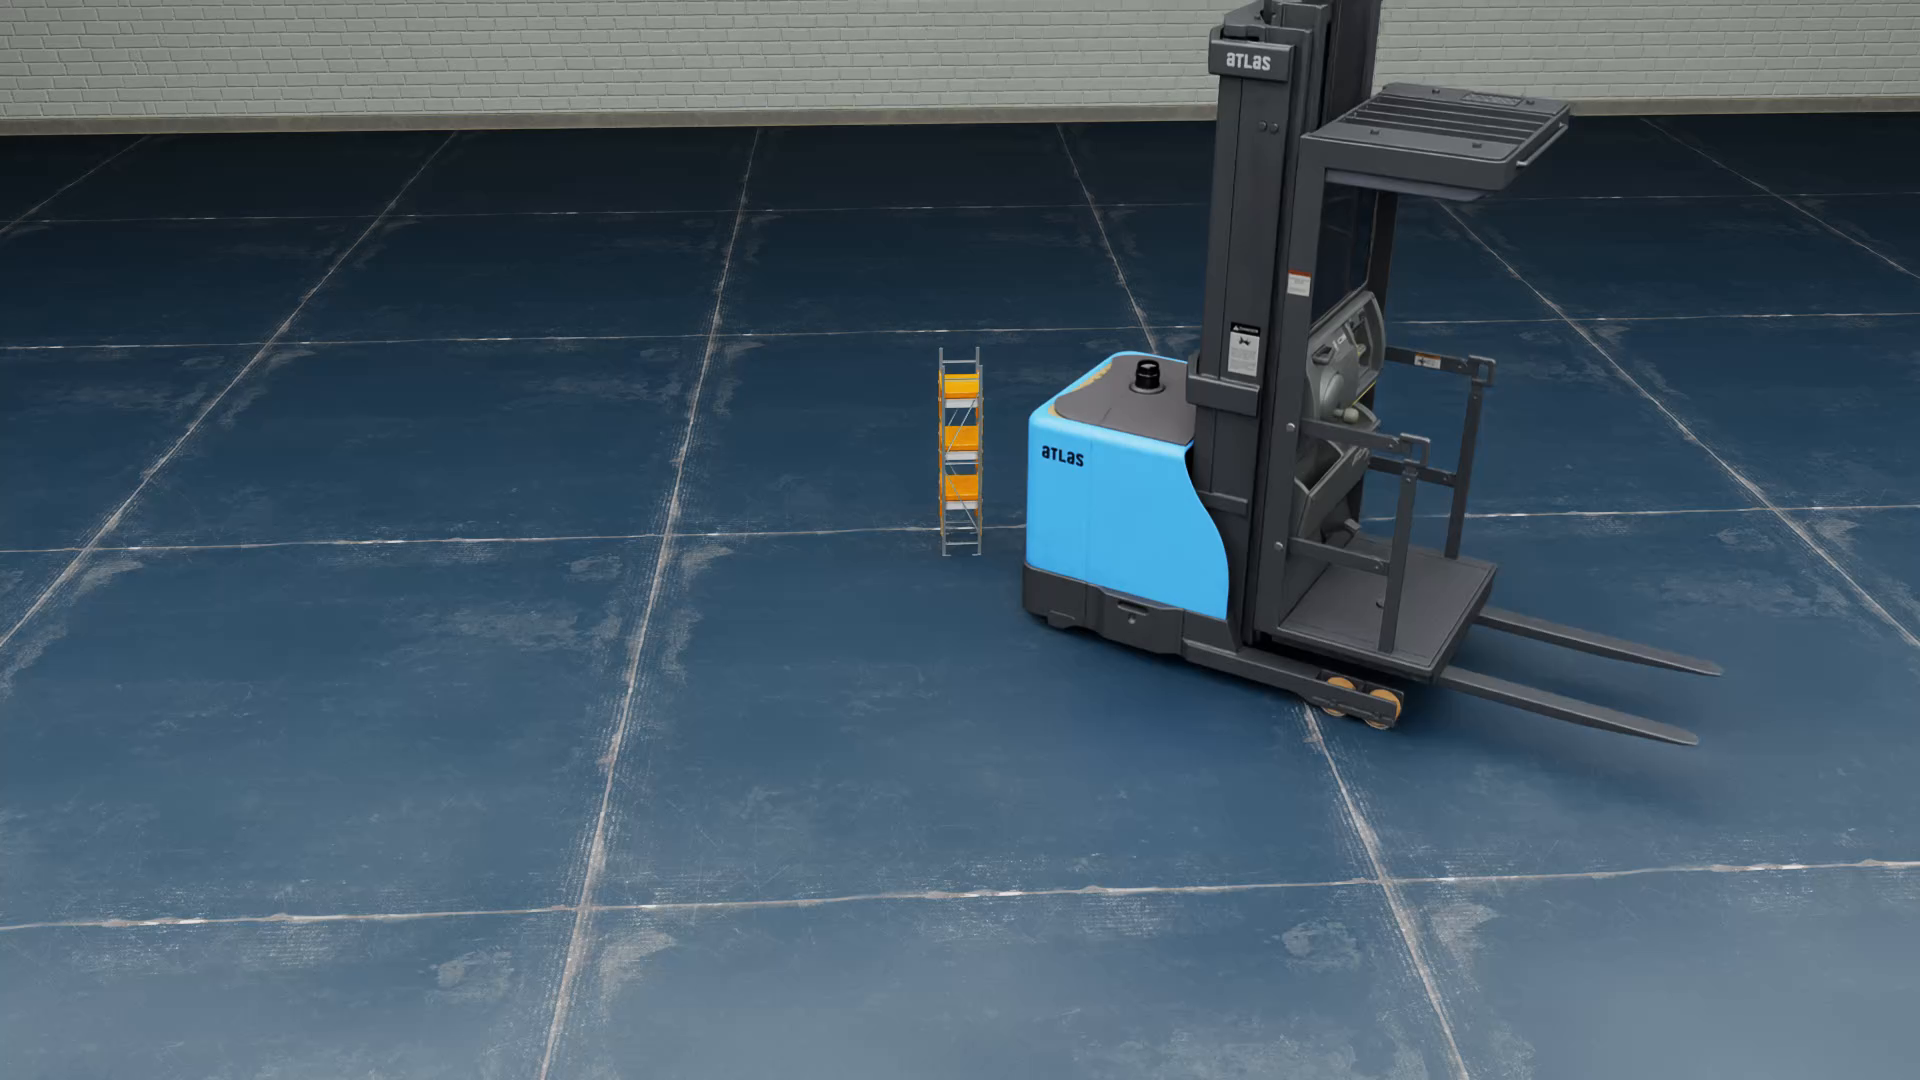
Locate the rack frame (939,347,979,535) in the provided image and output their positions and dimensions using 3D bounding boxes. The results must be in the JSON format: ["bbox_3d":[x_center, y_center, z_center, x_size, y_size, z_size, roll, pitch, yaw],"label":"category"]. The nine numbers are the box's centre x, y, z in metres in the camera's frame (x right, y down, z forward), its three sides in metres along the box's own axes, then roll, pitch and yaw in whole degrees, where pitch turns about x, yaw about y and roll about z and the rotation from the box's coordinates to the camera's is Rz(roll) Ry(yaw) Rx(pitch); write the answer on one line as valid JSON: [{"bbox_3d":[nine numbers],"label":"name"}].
[{"bbox_3d":[-0.004,-0.497,8.568,0.200,1.050,0.008,-1,28,-3],"label":"rack frame"}]

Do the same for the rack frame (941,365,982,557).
[{"bbox_3d":[0.009,-0.384,8.352,0.200,1.050,0.008,-1,28,-3],"label":"rack frame"}]

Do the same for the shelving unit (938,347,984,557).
[{"bbox_3d":[0.003,-0.441,8.460,0.215,1.050,0.252,-1,28,-3],"label":"shelving unit"}]

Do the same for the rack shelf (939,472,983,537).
[{"bbox_3d":[0.003,-0.185,8.593,0.215,0.259,0.240,-1,28,-3],"label":"rack shelf"}]

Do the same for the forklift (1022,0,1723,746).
[{"bbox_3d":[1.830,-0.765,7.047,3.031,2.935,1.130,15,31,27],"label":"forklift"}]

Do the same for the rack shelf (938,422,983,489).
[{"bbox_3d":[0.003,-0.431,8.465,0.215,0.259,0.240,-1,28,-3],"label":"rack shelf"}]

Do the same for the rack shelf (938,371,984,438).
[{"bbox_3d":[0.003,-0.683,8.334,0.215,0.259,0.240,-1,28,-3],"label":"rack shelf"}]
